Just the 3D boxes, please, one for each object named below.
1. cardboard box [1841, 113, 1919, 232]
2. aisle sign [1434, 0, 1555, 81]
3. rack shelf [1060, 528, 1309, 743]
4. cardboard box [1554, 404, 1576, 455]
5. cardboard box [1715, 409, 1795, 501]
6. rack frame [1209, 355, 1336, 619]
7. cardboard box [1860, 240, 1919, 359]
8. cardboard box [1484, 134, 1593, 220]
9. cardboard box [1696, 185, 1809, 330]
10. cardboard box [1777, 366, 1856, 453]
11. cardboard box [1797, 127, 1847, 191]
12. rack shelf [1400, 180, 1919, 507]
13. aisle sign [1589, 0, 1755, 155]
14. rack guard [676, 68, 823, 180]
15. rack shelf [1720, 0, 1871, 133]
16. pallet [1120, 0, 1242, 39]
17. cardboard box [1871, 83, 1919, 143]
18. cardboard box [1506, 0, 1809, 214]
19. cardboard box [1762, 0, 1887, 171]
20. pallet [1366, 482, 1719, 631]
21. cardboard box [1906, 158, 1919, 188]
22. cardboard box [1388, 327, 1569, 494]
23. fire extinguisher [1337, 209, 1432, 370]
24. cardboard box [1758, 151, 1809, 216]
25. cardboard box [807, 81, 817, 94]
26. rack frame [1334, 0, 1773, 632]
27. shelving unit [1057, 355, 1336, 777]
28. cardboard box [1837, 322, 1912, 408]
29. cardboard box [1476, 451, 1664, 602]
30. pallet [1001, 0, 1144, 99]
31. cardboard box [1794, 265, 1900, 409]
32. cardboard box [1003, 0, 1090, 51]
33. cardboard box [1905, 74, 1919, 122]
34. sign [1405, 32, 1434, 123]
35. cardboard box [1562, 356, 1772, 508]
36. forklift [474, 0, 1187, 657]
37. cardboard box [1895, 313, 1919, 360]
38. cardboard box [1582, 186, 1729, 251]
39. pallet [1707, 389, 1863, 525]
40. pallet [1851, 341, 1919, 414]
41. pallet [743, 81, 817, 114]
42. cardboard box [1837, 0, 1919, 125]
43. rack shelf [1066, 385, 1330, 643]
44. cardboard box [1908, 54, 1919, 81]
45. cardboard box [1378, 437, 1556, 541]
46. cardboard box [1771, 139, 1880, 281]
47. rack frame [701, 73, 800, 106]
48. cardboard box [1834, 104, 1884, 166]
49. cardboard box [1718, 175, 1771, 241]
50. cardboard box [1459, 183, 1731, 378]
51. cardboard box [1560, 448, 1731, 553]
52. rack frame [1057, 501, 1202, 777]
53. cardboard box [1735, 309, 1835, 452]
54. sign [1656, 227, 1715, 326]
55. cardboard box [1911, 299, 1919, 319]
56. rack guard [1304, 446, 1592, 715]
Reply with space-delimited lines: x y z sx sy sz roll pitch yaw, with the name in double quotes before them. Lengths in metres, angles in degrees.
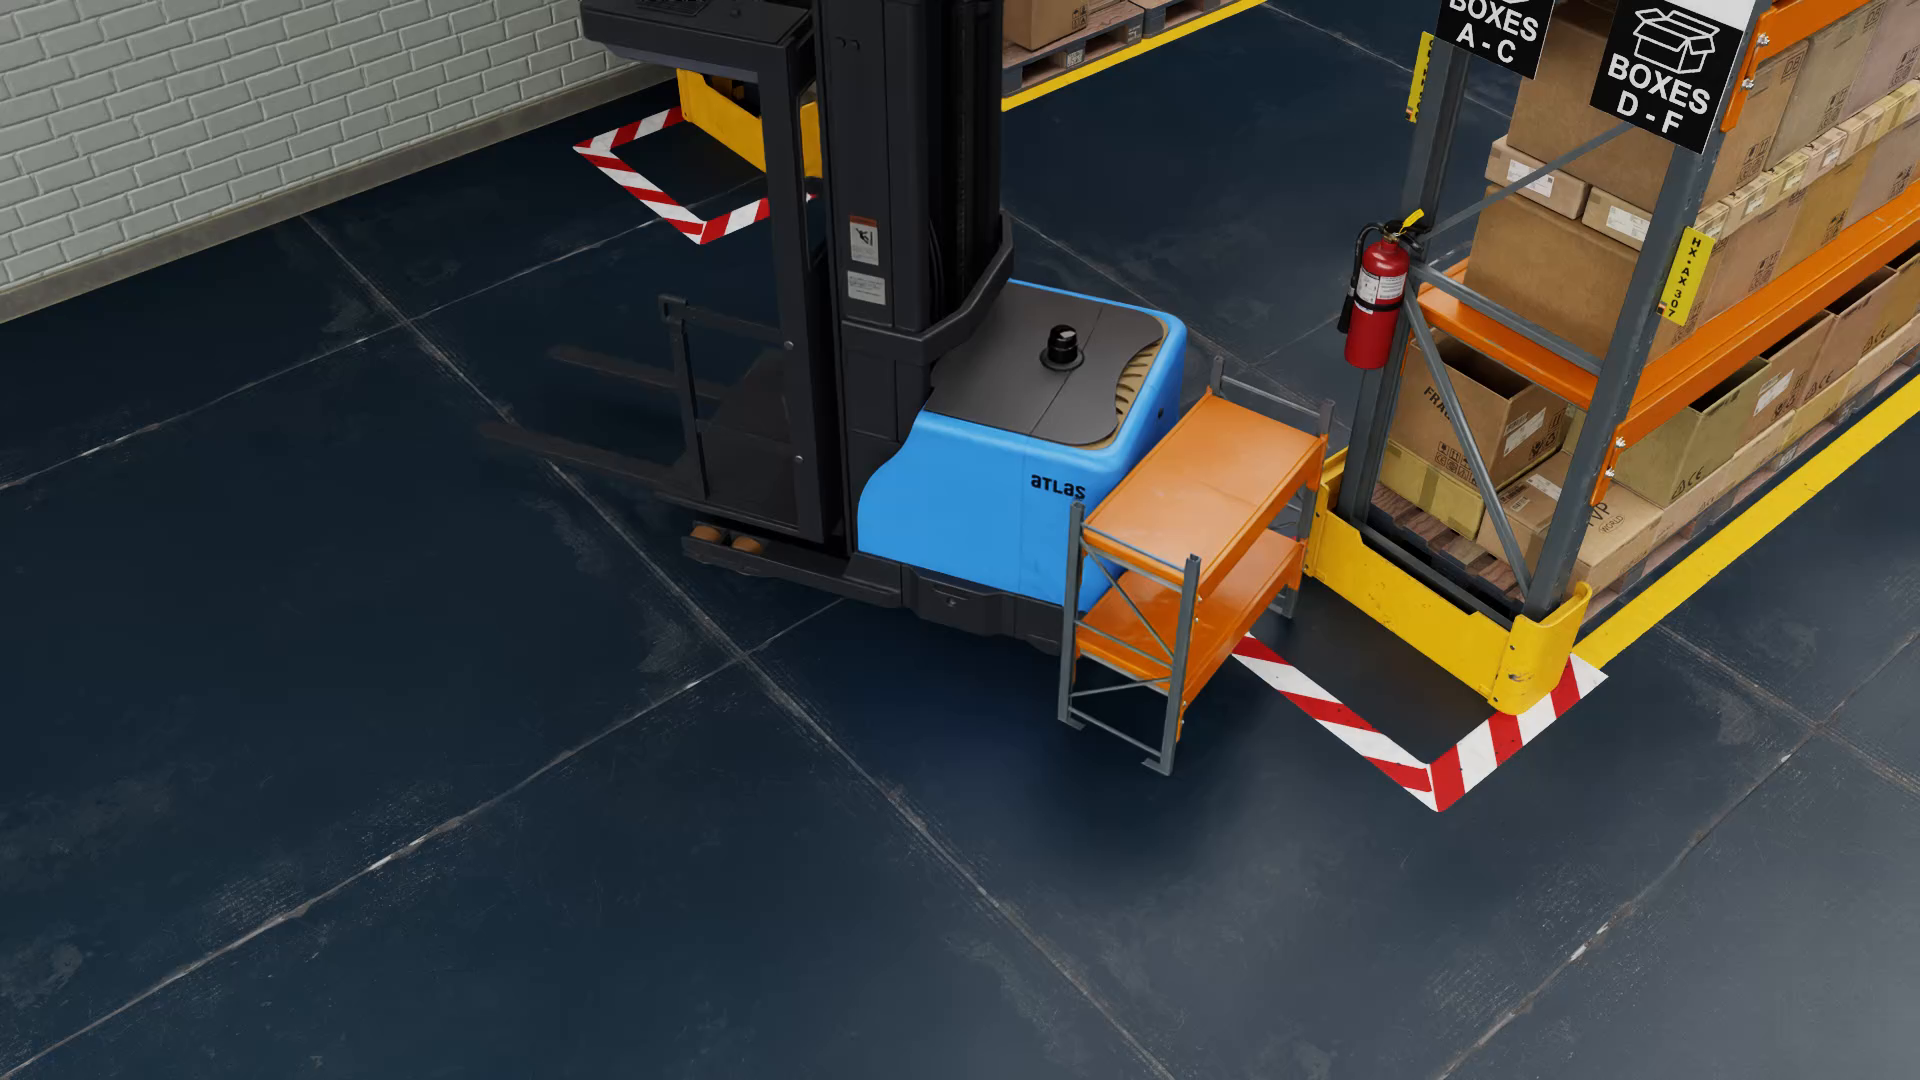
"cardboard box" 3.491 -1.697 6.792 0.500 0.500 0.700 -28 50 -27
"aisle sign" 1.701 -1.853 5.133 0.004 0.787 0.394 -30 51 -28
"rack shelf" 0.886 0.273 6.495 0.538 0.278 1.000 26 49 25
"cardboard box" 2.537 -0.548 7.344 0.500 0.250 0.500 -30 51 -28
"cardboard box" 3.258 -0.491 7.283 0.500 0.250 0.500 -30 51 -28
"rack frame" 1.178 -0.190 6.630 0.500 1.125 0.032 26 49 25
"cardboard box" 4.020 -1.208 7.499 0.500 0.500 0.500 -30 51 -28
"cardboard box" 2.110 -1.321 5.919 0.250 0.149 0.380 -31 51 -28
"cardboard box" 2.705 -1.248 6.315 0.500 0.500 0.700 -28 50 -27
"cardboard box" 3.645 -0.708 7.514 0.500 0.250 0.500 -30 51 -28
"cardboard box" 2.966 -1.449 6.054 0.250 0.149 0.380 -31 51 -28
"rack shelf" 3.473 -1.397 7.072 4.000 0.370 1.077 -30 51 -28
"aisle sign" 2.085 -1.538 4.798 0.004 0.787 0.394 -30 51 -28
"rack guard" -1.184 -2.502 9.549 0.348 0.500 1.175 -30 51 -28
"rack shelf" 3.473 -2.490 6.045 4.000 0.370 1.077 -30 51 -28
"pallet" 1.334 -3.807 11.149 1.213 0.211 1.003 -30 51 -28
"cardboard box" 3.365 -1.679 6.300 0.250 0.149 0.380 -30 51 -28
"cardboard box" 2.346 -1.511 5.648 0.500 0.500 0.700 -30 51 -28
"cardboard box" 2.746 -1.745 5.897 0.500 0.500 0.700 -31 51 -29
"pallet" 2.499 -0.122 7.226 1.213 0.211 1.003 -30 51 -28
"cardboard box" 3.883 -1.922 7.033 0.500 0.500 0.700 -29 50 -27
"cardboard box" 2.160 -0.596 6.848 0.500 0.500 0.500 -30 51 -28
"fire extinguisher" 1.551 -0.944 6.121 0.183 0.674 0.296 -30 51 -28
"cardboard box" 2.771 -1.339 5.938 0.250 0.149 0.380 -30 51 -28
"cardboard box" -0.653 -2.817 9.701 0.500 0.311 0.500 33 52 30
"rack frame" 1.939 -0.780 5.890 0.127 3.000 1.000 -30 51 -28
"shelving unit" 0.886 0.095 6.327 0.538 1.125 1.048 26 49 25
"cardboard box" 4.028 -0.928 7.749 0.500 0.250 0.500 -30 51 -28
"cardboard box" 2.493 -0.050 6.814 0.500 0.250 0.500 -30 51 -28
"pallet" 0.398 -3.268 10.576 1.213 0.211 1.003 -30 51 -28
"cardboard box" 3.646 -0.981 7.257 0.500 0.500 0.500 -30 51 -28
"cardboard box" 0.379 -3.432 10.218 0.500 0.500 0.700 -33 52 -30
"cardboard box" 3.558 -1.787 6.415 0.250 0.149 0.380 -29 51 -28
"sign" 1.602 -1.580 5.722 0.005 0.325 0.100 -30 51 -28
"cardboard box" 2.876 -0.544 6.792 0.500 0.500 0.500 -30 51 -28
"forklift" -0.649 -1.238 6.427 3.031 2.935 1.130 15 45 15
"cardboard box" 4.402 -1.155 7.991 0.500 0.250 0.500 -30 51 -28
"cardboard box" 2.378 -1.113 5.697 0.250 0.149 0.380 -30 51 -28
"pallet" 3.434 -0.655 7.793 1.213 0.211 1.003 -30 51 -28
"pallet" 4.371 -1.194 8.367 1.213 0.211 1.003 -30 51 -28
"pallet" -0.538 -2.735 10.008 1.213 0.211 1.003 -30 51 -28
"cardboard box" 3.132 -1.967 6.133 0.500 0.500 0.700 -30 51 -28
"rack shelf" 0.886 -0.118 6.127 0.538 0.278 1.000 26 49 25
"cardboard box" 3.516 -2.187 6.367 0.500 0.500 0.700 -30 51 -28
"cardboard box" 2.161 -0.322 7.103 0.500 0.250 0.500 -30 51 -28
"cardboard box" 3.090 -1.463 6.544 0.500 0.500 0.700 -29 51 -28
"rack frame" -1.242 -3.380 8.658 0.127 3.000 1.000 -30 51 -28
"cardboard box" 3.169 -1.567 6.180 0.250 0.149 0.380 -32 52 -29
"cardboard box" 2.579 -1.230 5.822 0.250 0.149 0.380 -31 51 -29
"cardboard box" 2.306 -1.015 6.067 0.500 0.500 0.700 -30 51 -28
"cardboard box" 2.875 -0.272 7.050 0.500 0.250 0.500 -30 51 -28
"rack frame" 0.593 0.379 6.024 0.500 1.125 0.032 26 49 25
"cardboard box" 3.251 -0.770 7.033 0.500 0.500 0.500 -30 51 -28
"sign" 2.291 -0.831 5.253 0.005 0.325 0.100 -30 51 -28
"cardboard box" 4.401 -1.430 7.735 0.500 0.500 0.500 -30 51 -28
"rack guard" 1.921 0.141 6.734 0.348 0.500 1.175 -30 51 -28
